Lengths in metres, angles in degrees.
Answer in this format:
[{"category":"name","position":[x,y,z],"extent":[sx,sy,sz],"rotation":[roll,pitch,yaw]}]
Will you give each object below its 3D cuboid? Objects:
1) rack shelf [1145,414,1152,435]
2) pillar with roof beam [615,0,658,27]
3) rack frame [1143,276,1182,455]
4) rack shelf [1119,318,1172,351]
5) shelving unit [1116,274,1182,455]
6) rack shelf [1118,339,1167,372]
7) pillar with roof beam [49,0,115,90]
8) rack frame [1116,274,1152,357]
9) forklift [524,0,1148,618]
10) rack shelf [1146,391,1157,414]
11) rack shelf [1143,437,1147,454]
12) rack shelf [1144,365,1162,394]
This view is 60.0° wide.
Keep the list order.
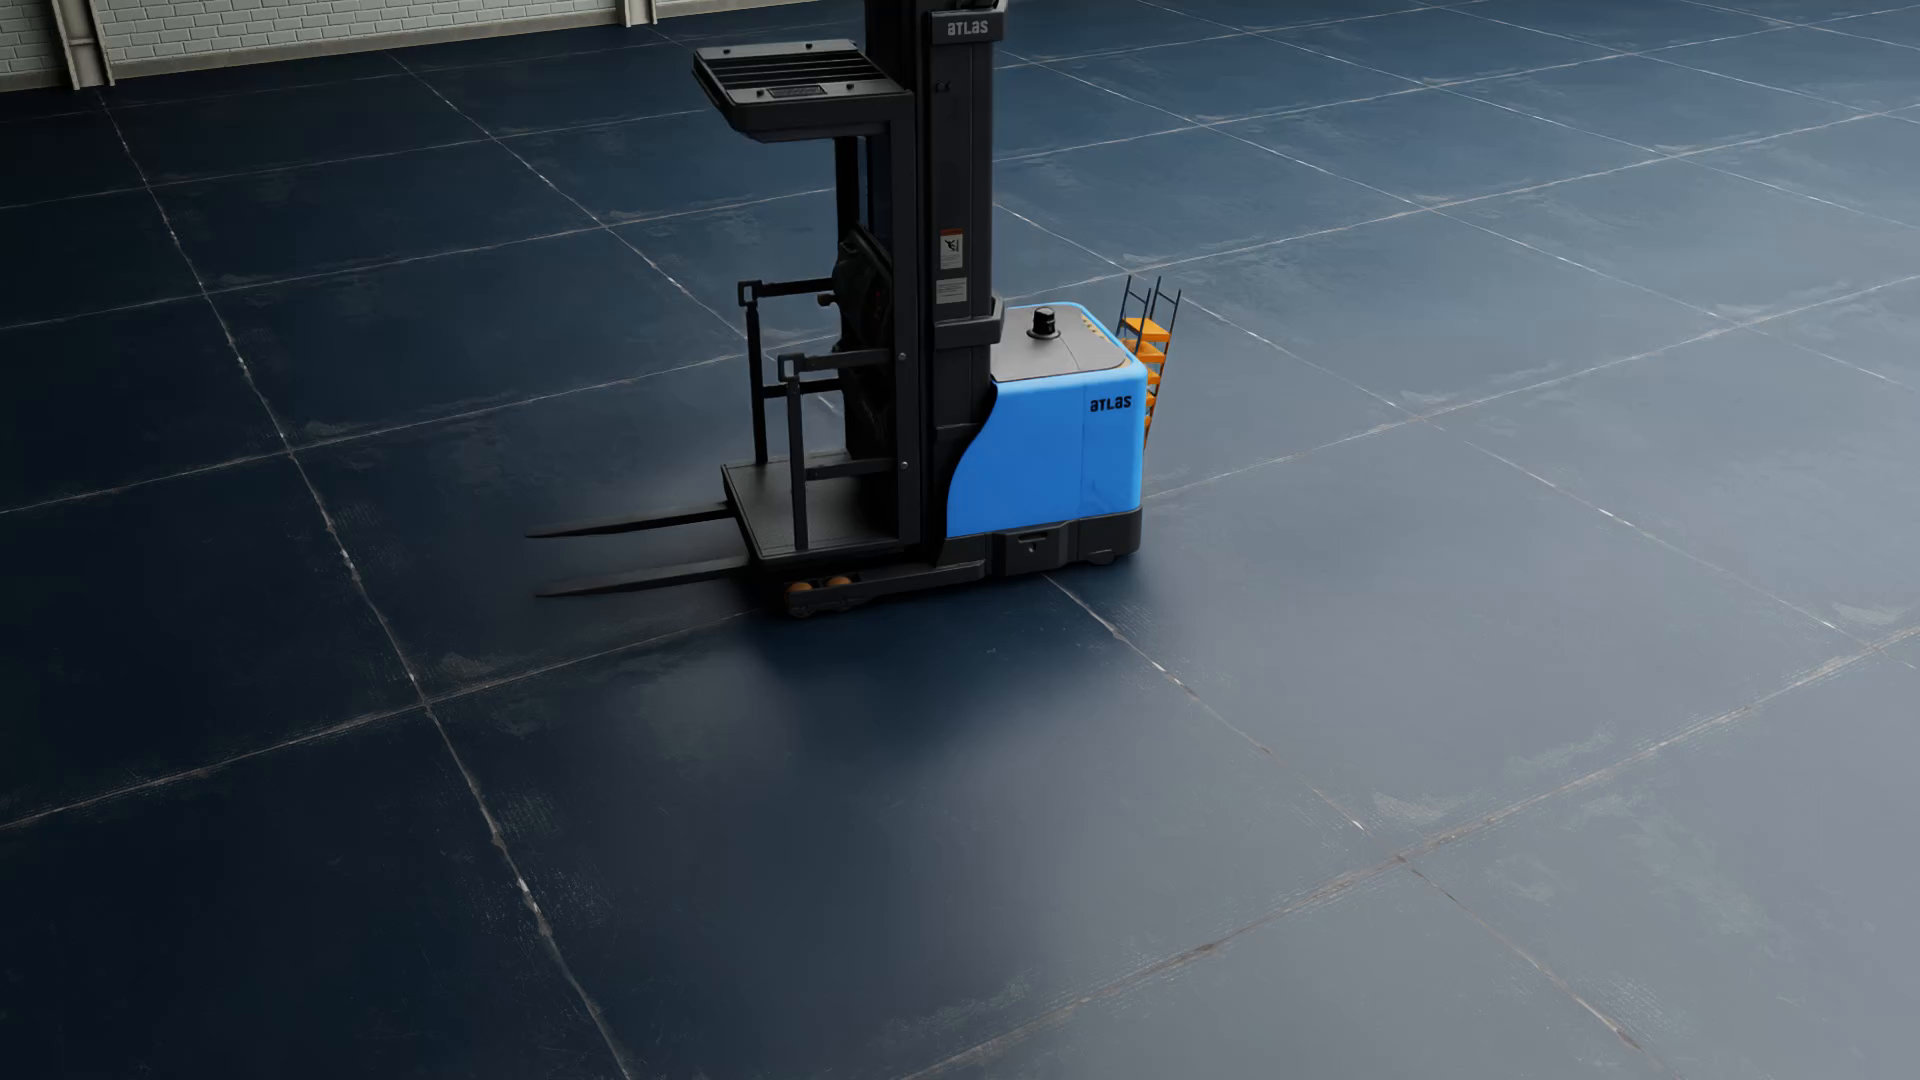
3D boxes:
[{"category":"rack shelf","position":[0.896,-0.666,9.034],"extent":[0.180,0.103,0.258],"rotation":[-2,27,-25]},{"category":"pillar with roof beam","position":[-1.706,-8.376,14.614],"extent":[0.400,9.000,9.100],"rotation":[-16,33,-26]},{"category":"rack frame","position":[1.006,-0.816,9.005],"extent":[0.006,1.200,0.240],"rotation":[-2,27,-25]},{"category":"rack shelf","position":[0.977,-1.096,8.836],"extent":[0.180,0.103,0.258],"rotation":[-2,27,-25]},{"category":"shelving unit","position":[0.923,-0.814,8.966],"extent":[0.189,1.200,0.258],"rotation":[-2,27,-25]},{"category":"rack shelf","position":[0.956,-0.989,8.885],"extent":[0.180,0.103,0.258],"rotation":[-2,27,-25]},{"category":"pillar with roof beam","position":[-6.879,-6.907,11.952],"extent":[0.400,9.000,9.100],"rotation":[-16,33,-26]},{"category":"rack frame","position":[0.841,-0.811,8.927],"extent":[0.006,1.200,0.240],"rotation":[-2,27,-25]},{"category":"forklift","position":[-0.647,-1.193,7.878],"extent":[3.031,2.935,1.130],"rotation":[-8,30,-15]},{"category":"rack shelf","position":[0.916,-0.774,8.984],"extent":[0.180,0.103,0.258],"rotation":[-2,27,-25]},{"category":"rack shelf","position":[0.876,-0.559,9.083],"extent":[0.180,0.103,0.258],"rotation":[-2,27,-25]},{"category":"rack shelf","position":[0.936,-0.881,8.935],"extent":[0.180,0.103,0.258],"rotation":[-2,27,-25]}]
